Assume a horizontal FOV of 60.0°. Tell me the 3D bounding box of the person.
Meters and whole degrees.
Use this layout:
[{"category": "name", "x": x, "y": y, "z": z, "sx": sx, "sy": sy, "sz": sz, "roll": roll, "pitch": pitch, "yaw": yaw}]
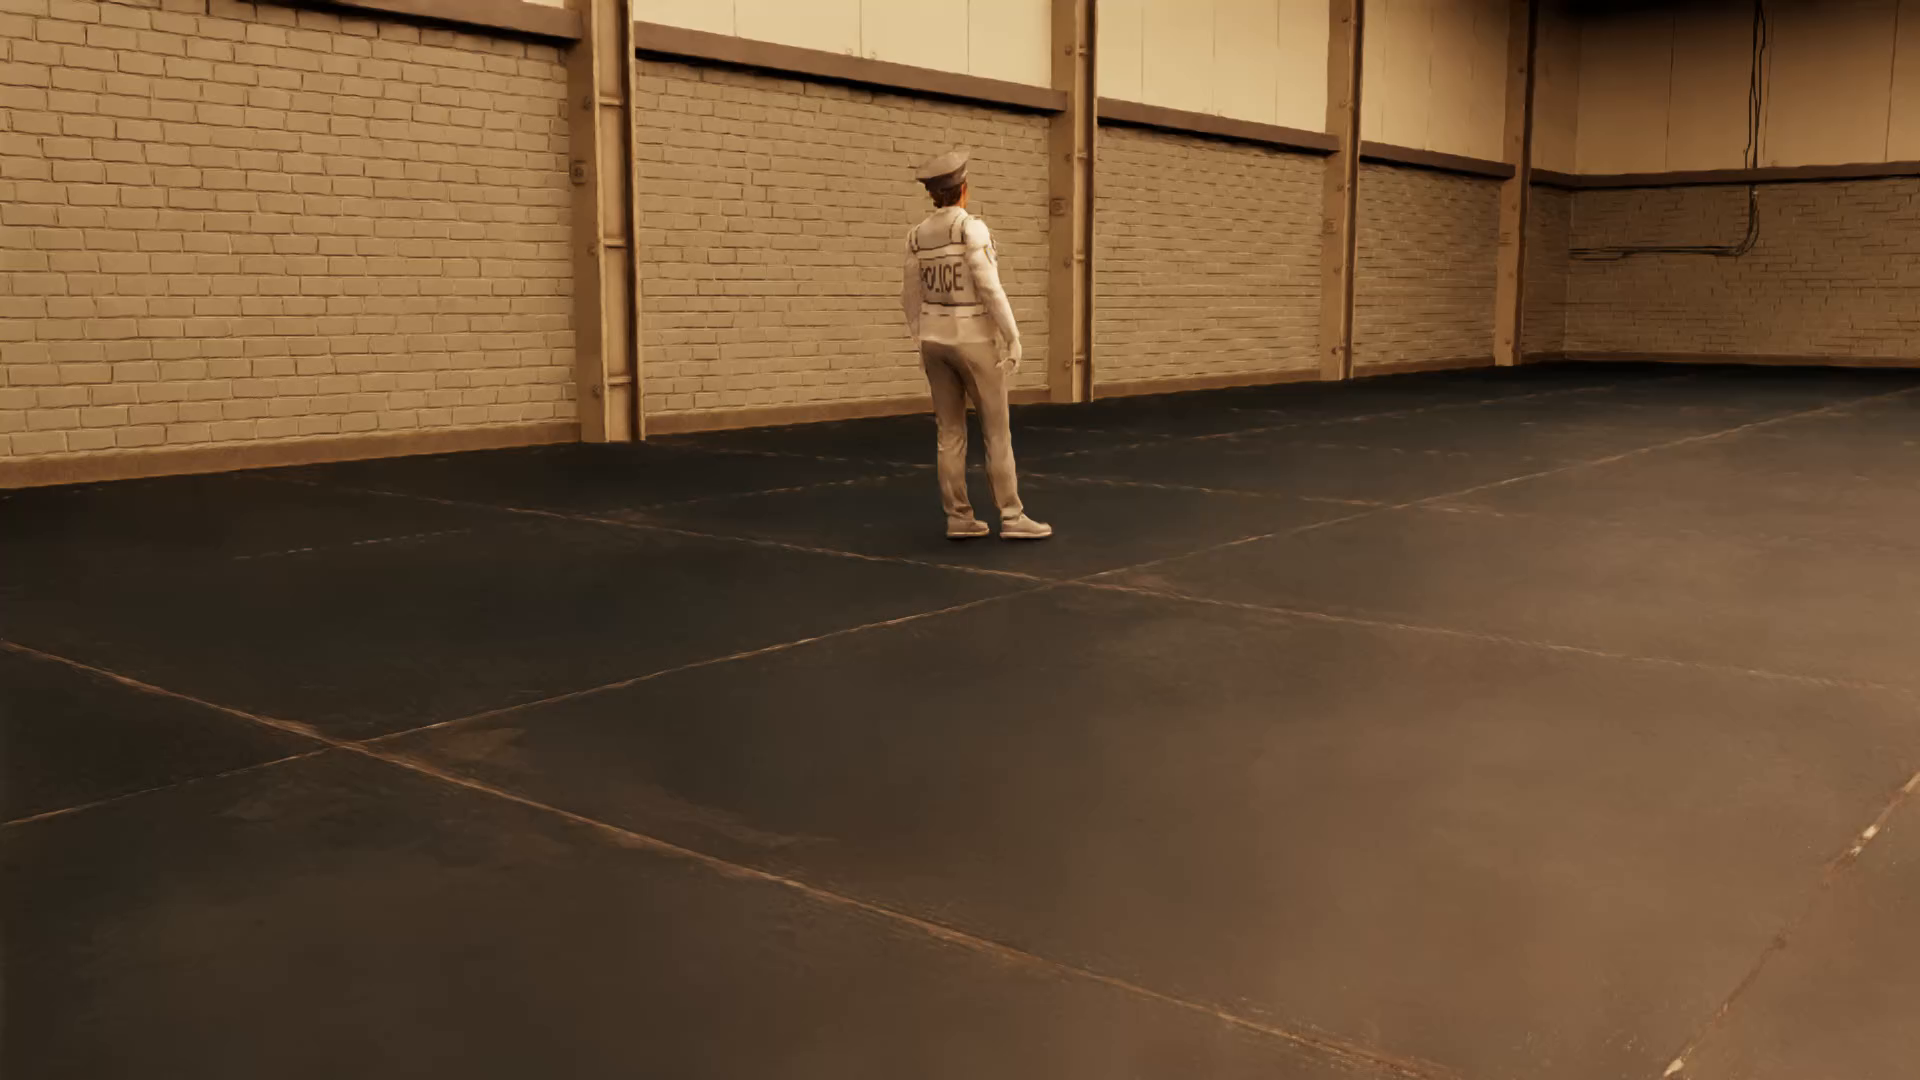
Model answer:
[{"category": "person", "x": 0.048, "y": -0.853, "z": 7.329, "sx": 0.586, "sy": 1.695, "sz": 0.532, "roll": 7, "pitch": 11, "yaw": 38}]
